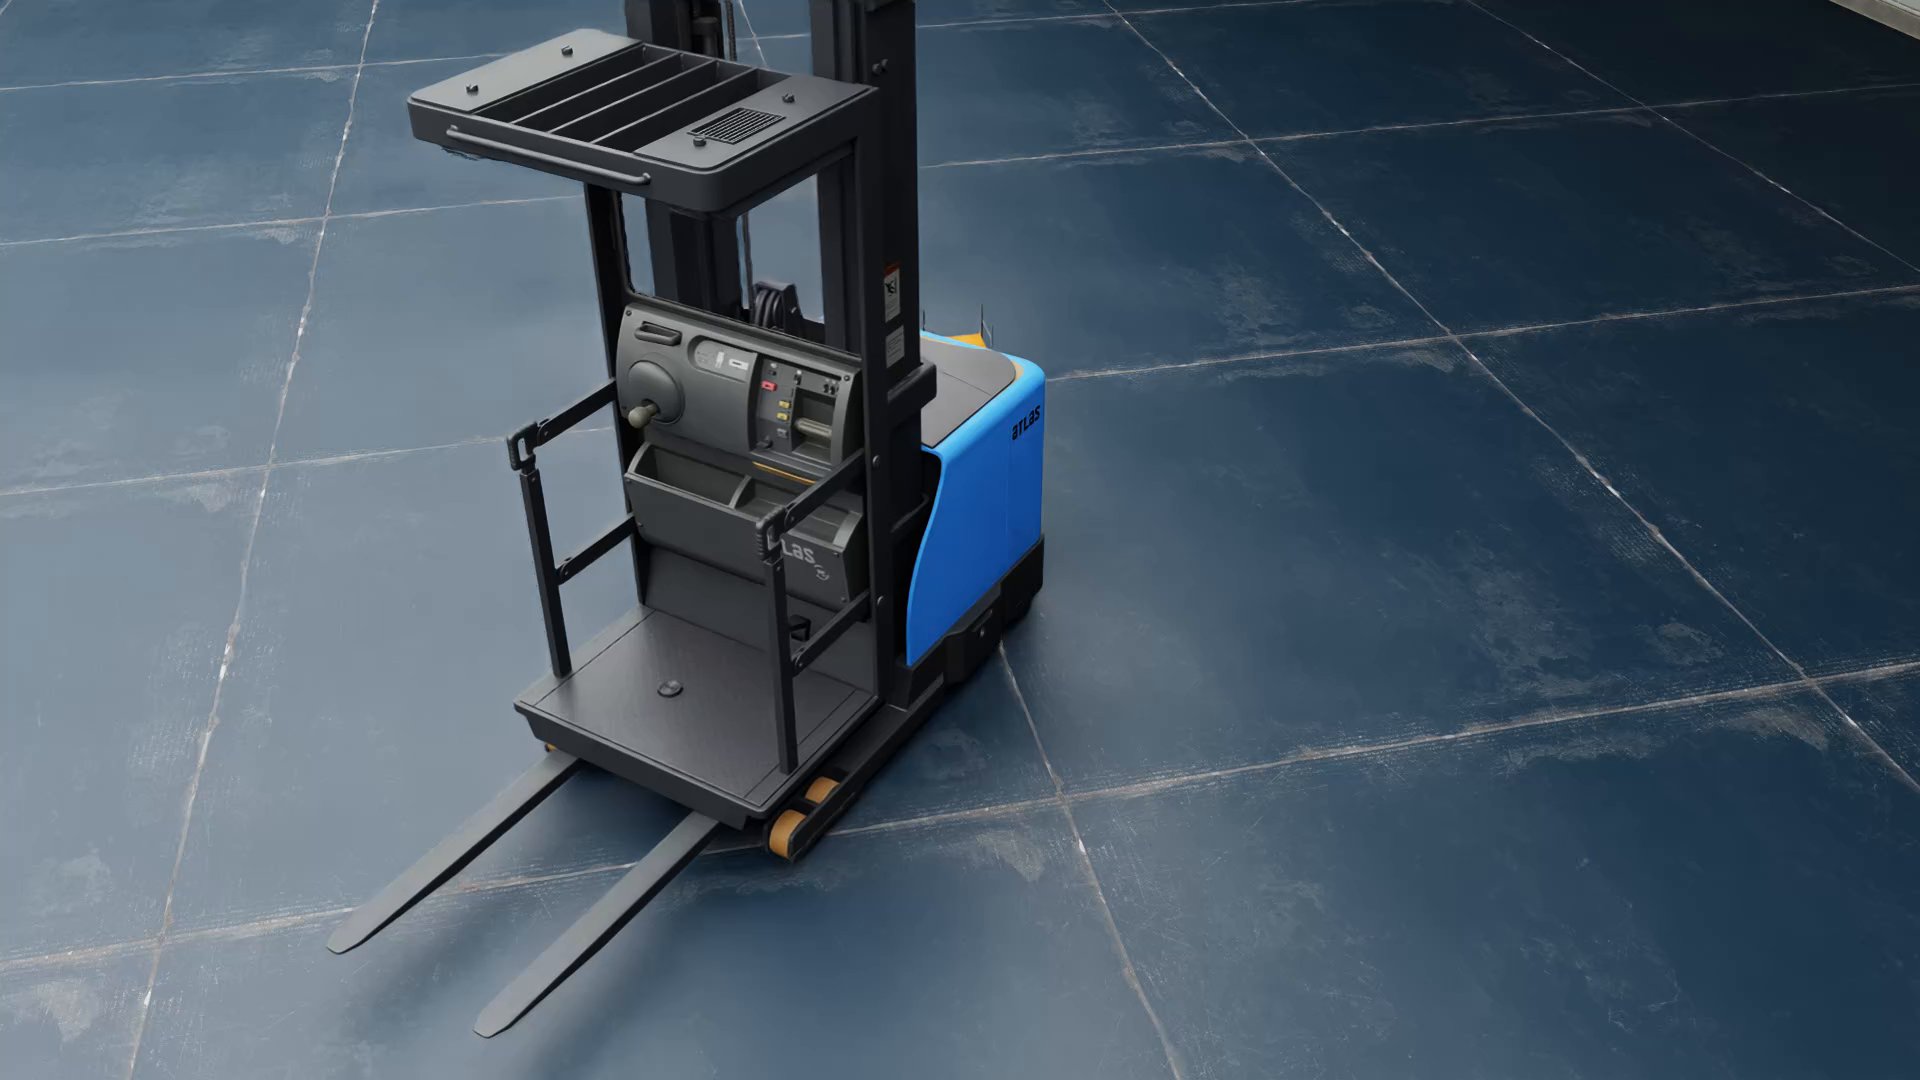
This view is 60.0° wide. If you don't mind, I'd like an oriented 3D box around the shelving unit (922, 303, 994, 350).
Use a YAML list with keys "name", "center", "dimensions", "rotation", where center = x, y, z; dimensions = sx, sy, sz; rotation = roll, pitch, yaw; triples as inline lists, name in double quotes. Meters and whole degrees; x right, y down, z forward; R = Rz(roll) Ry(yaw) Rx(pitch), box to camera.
- name: "shelving unit"
  center: [-0.009, -0.467, 7.004]
  dimensions: [0.252, 1.050, 0.215]
  rotation: [-7, 34, -10]

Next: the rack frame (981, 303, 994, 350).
- name: "rack frame"
  center: [0.110, -0.481, 7.025]
  dimensions: [0.008, 1.050, 0.200]
  rotation: [-7, 34, -10]

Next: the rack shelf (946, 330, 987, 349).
- name: "rack shelf"
  center: [-0.009, -0.694, 6.852]
  dimensions: [0.240, 0.259, 0.215]
  rotation: [-7, 34, -10]

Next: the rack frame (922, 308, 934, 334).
- name: "rack frame"
  center: [-0.128, -0.453, 6.982]
  dimensions: [0.008, 1.050, 0.200]
  rotation: [-7, 34, -10]

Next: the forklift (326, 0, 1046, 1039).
- name: "forklift"
  center: [-0.850, -0.431, 5.262]
  dimensions: [1.130, 2.935, 3.031]
  rotation: [19, 38, 25]
